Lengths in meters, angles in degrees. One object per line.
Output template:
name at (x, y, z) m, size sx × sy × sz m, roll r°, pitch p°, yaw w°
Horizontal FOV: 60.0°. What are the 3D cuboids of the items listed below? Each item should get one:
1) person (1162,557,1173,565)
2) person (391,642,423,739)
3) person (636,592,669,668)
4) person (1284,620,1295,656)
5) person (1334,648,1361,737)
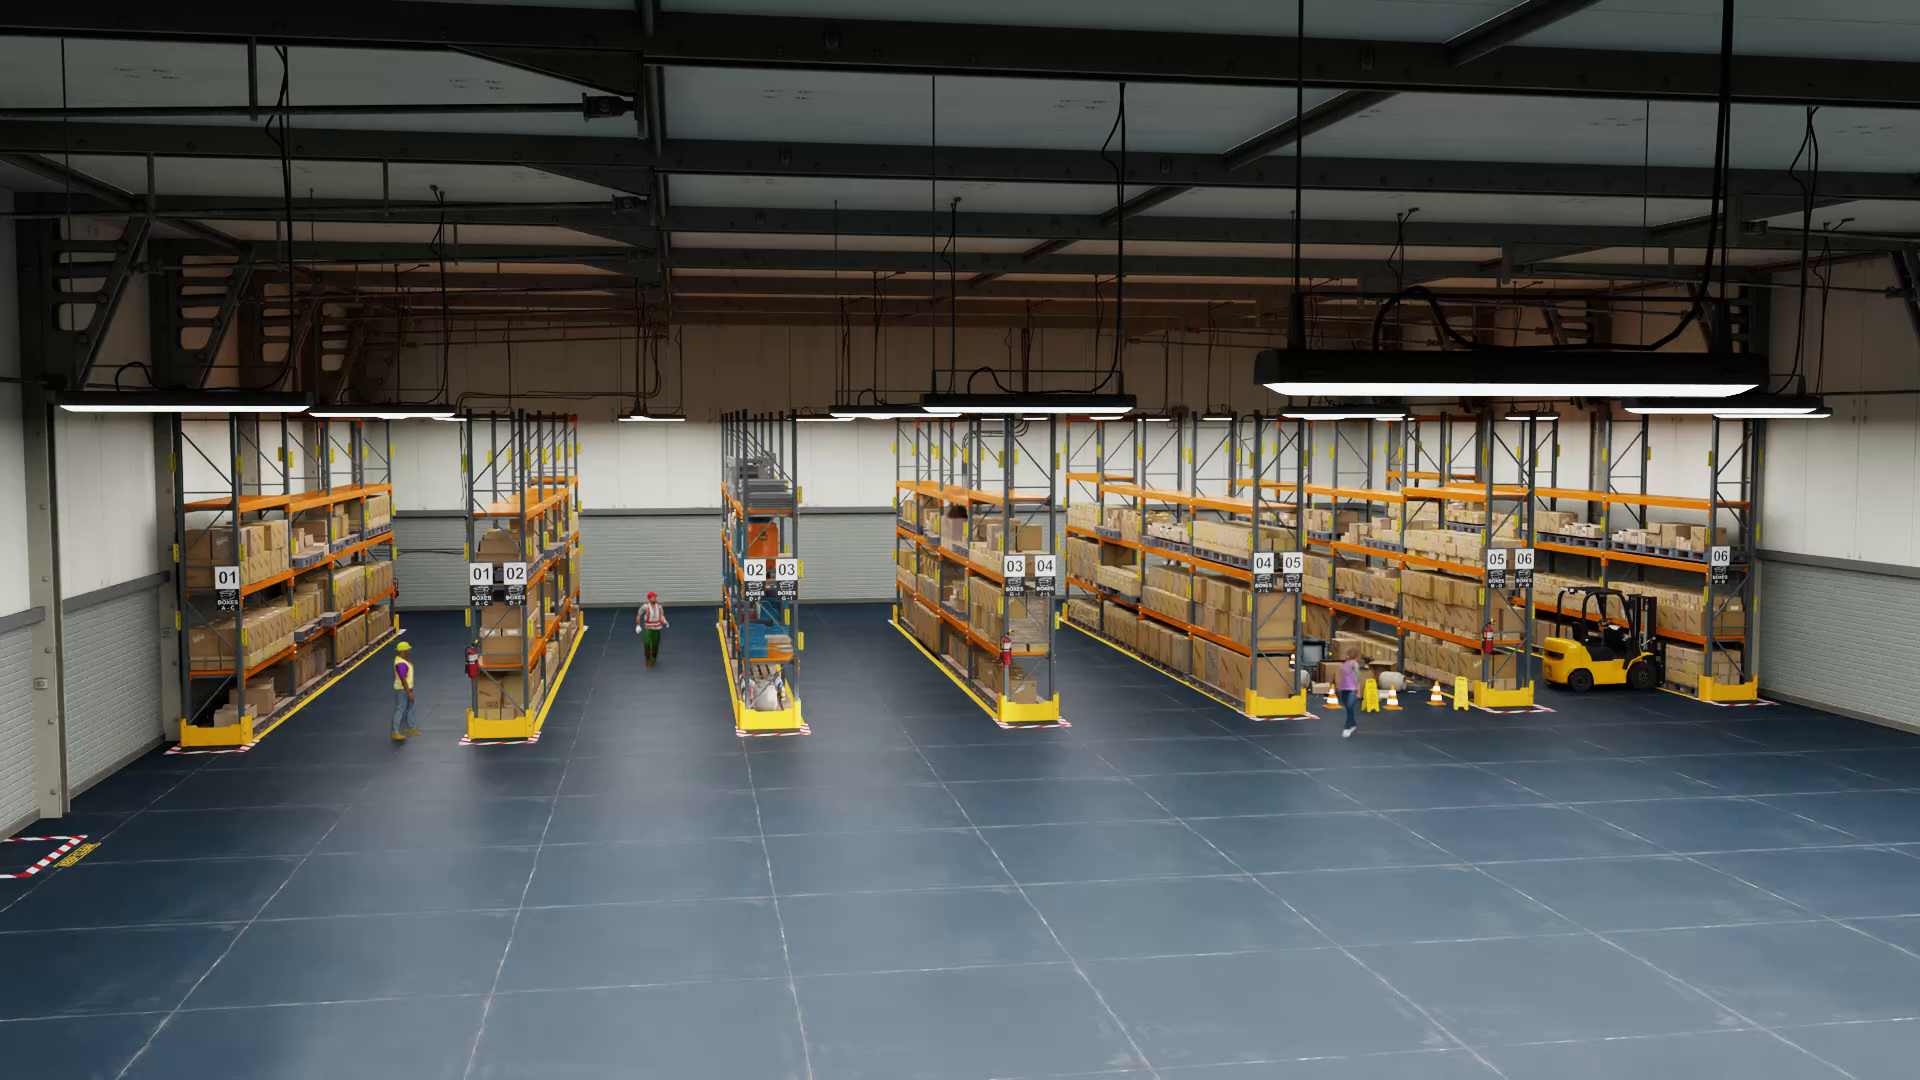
person at (6.594, 1.209, 53.247) m, size 0.492 × 1.623 × 0.391 m, roll -1°, pitch 4°, yaw -18°
person at (-10.120, 2.742, 30.336) m, size 0.505 × 1.801 × 0.687 m, roll -1°, pitch 4°, yaw -7°
person at (-7.287, 2.134, 39.454) m, size 0.774 × 1.813 × 0.877 m, roll 0°, pitch 4°, yaw -6°
person at (8.069, 2.009, 40.930) m, size 0.608 × 1.754 × 0.607 m, roll -2°, pitch 4°, yaw -24°
person at (7.148, 2.800, 30.685) m, size 0.517 × 1.631 × 0.672 m, roll 3°, pitch 5°, yaw 41°
